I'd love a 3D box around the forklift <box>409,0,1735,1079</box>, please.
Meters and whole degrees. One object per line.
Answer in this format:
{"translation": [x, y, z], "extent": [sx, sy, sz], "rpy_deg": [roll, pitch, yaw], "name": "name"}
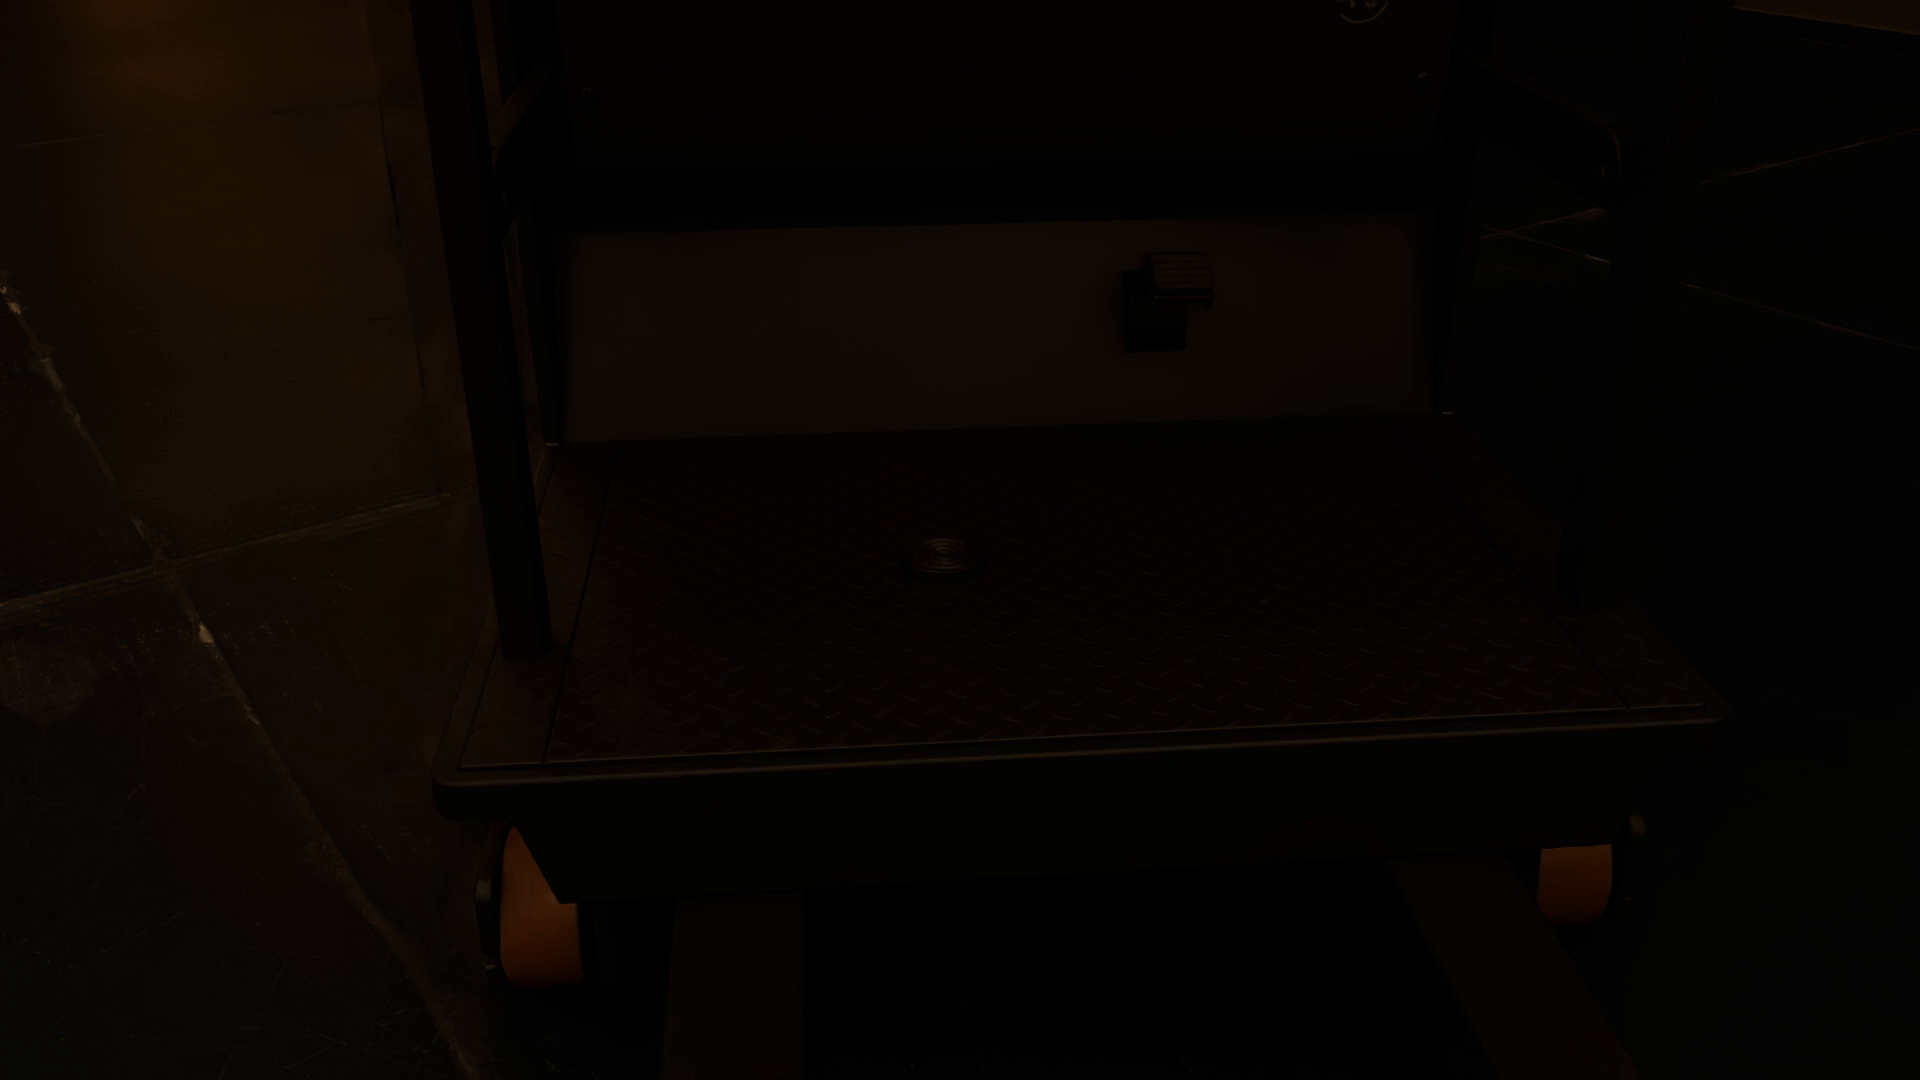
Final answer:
{"translation": [0.076, -1.030, 1.285], "extent": [1.130, 2.935, 3.031], "rpy_deg": [-2, 27, -5], "name": "forklift"}
